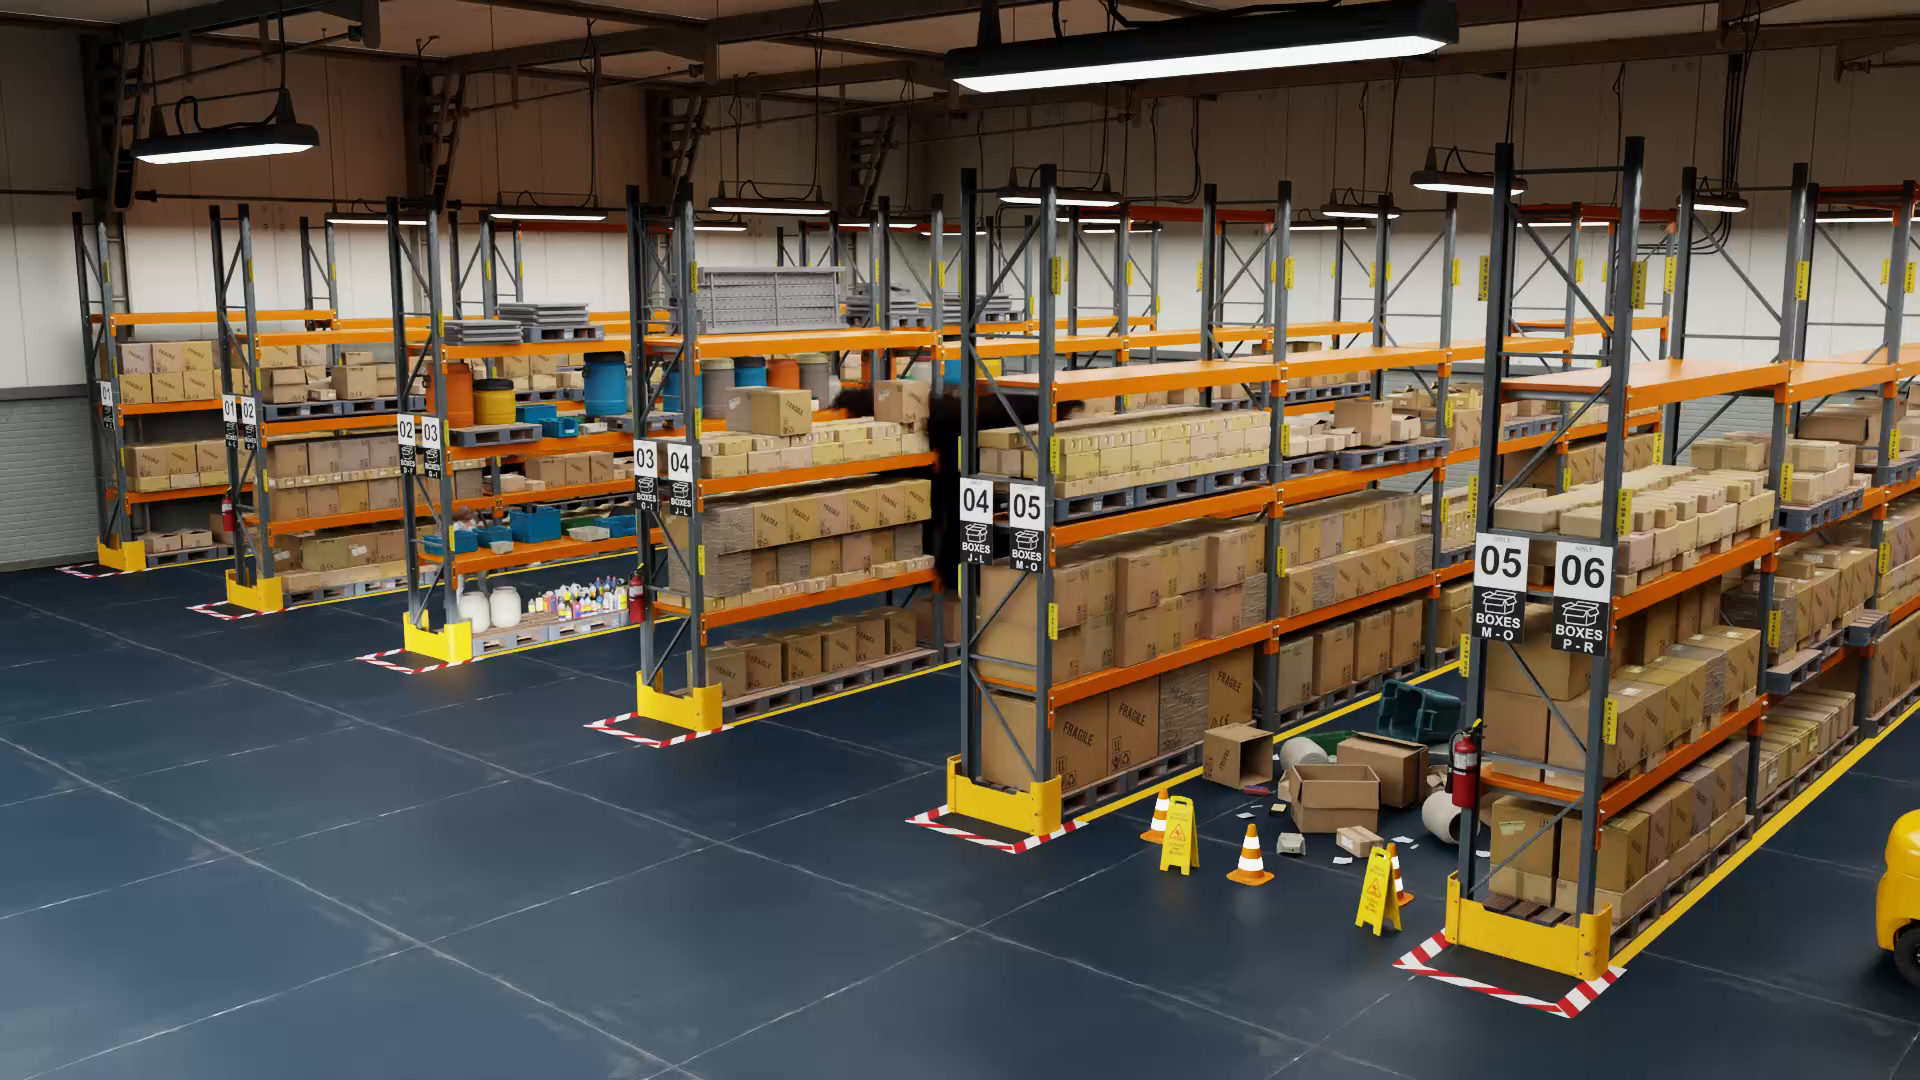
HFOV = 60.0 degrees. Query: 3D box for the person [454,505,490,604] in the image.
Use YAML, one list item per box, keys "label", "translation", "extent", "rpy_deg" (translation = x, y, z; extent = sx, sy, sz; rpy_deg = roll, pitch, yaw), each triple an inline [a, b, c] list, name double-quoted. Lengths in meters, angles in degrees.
- label: "person"
  translation: [-7.358, 0.316, 25.013]
  extent: [0.582, 1.504, 0.501]
  rpy_deg: [-7, 12, -38]
